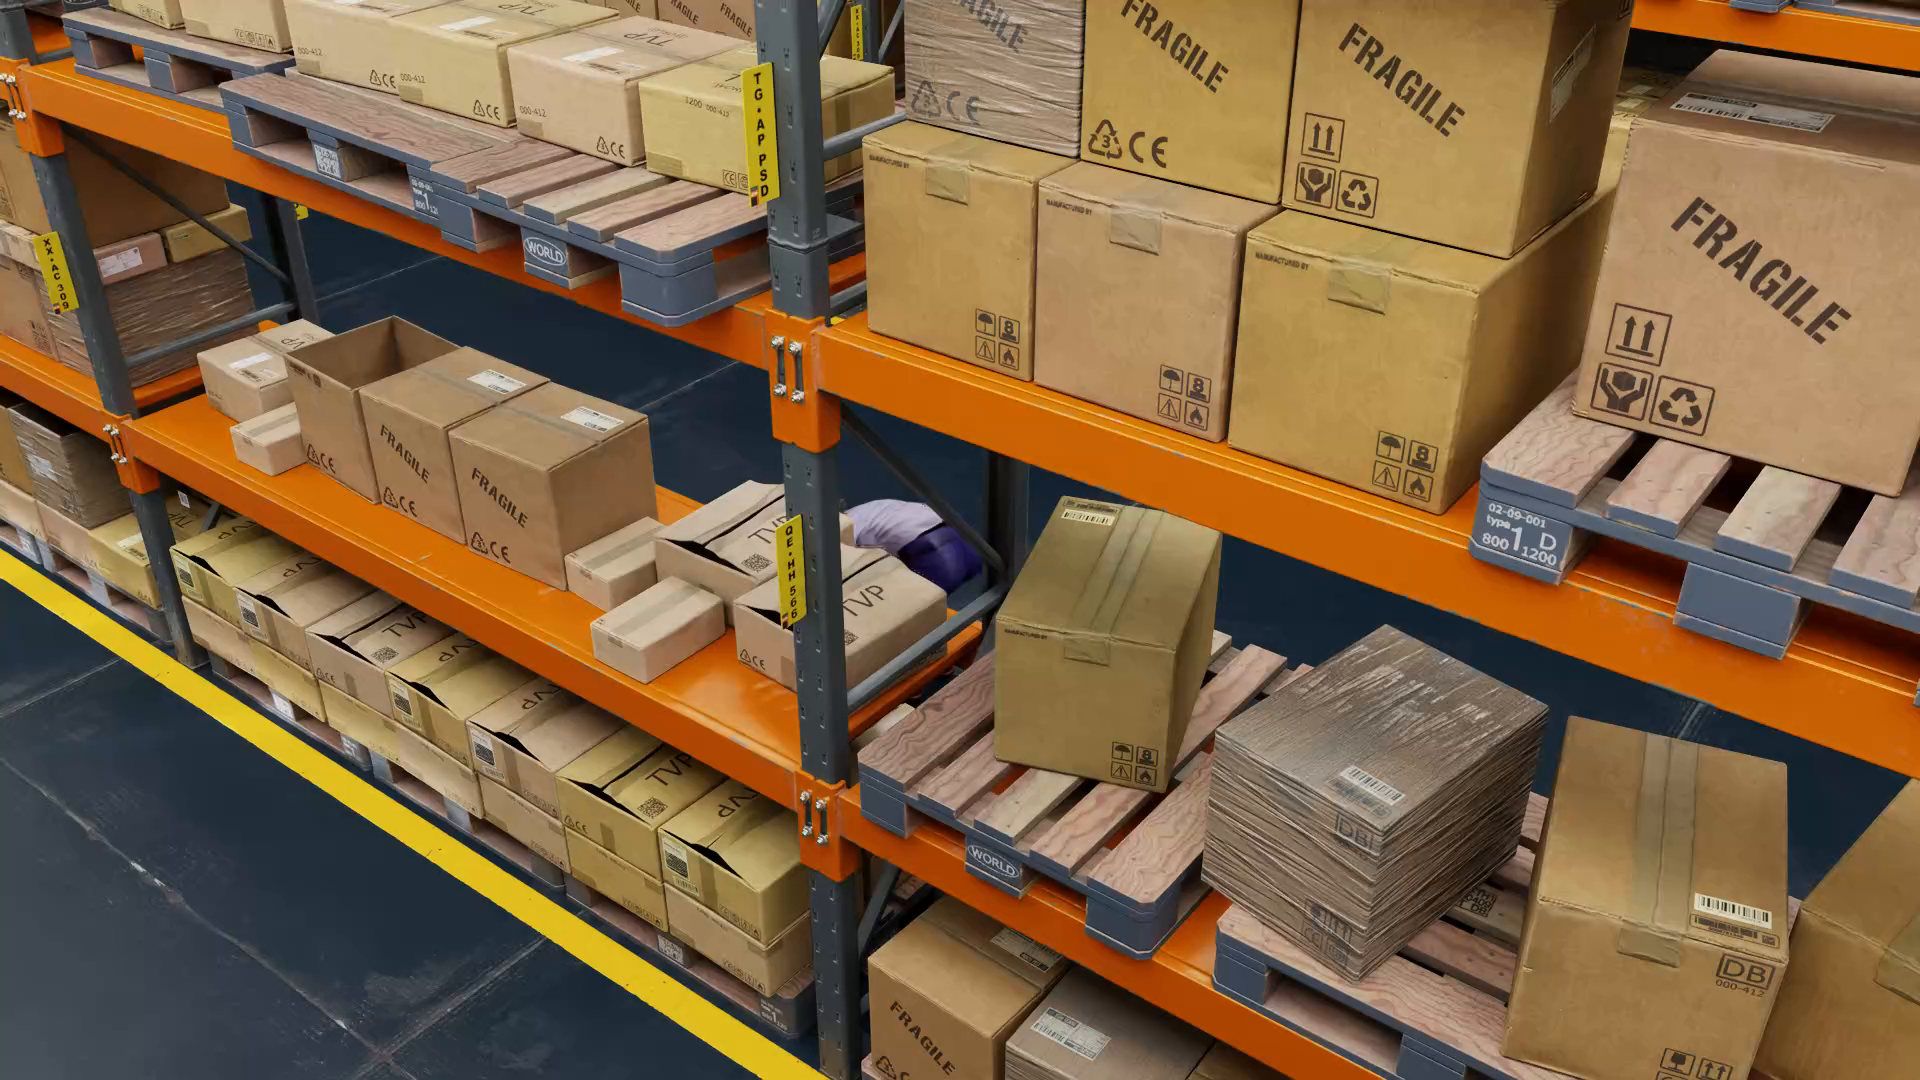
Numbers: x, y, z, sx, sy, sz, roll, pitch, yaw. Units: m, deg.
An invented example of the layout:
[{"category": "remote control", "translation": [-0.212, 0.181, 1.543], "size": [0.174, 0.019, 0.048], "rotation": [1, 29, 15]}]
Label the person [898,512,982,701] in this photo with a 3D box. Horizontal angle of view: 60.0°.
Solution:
[{"category": "person", "translation": [-0.162, 0.283, 7.407], "size": [0.515, 0.898, 0.492], "rotation": [19, 36, 28]}]
